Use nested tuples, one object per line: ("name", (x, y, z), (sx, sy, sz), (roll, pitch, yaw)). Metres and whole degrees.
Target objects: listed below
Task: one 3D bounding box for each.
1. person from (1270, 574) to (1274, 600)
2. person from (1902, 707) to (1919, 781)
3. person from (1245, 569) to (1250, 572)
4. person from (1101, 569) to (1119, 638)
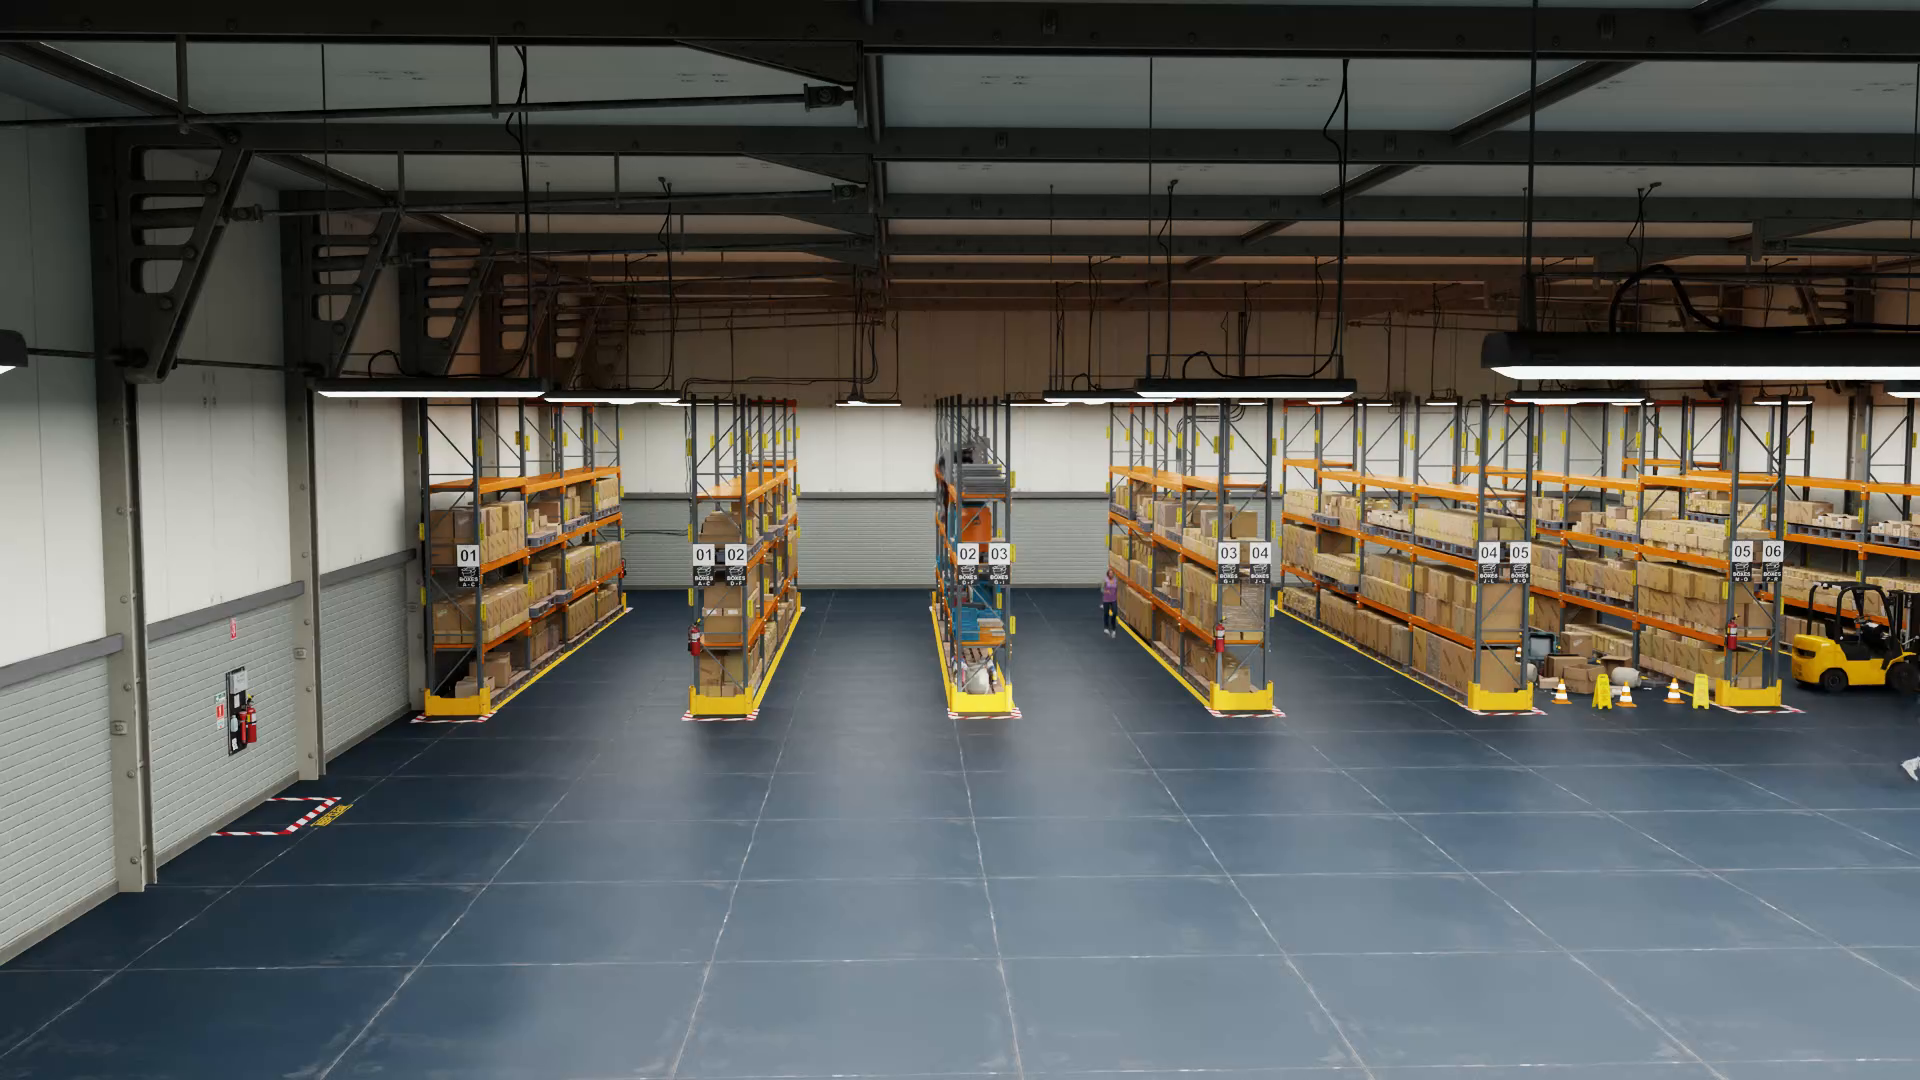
("person", (8.125, 1.417, 44.314), (0.591, 1.638, 0.576), (0, 5, -3))
("person", (14.601, 2.898, 24.836), (0.924, 1.768, 0.699), (3, 6, 37))
("person", (7.969, 1.308, 45.603), (0.612, 1.697, 0.838), (0, 4, 2))
("person", (3.617, 1.521, 39.977), (0.490, 1.673, 0.702), (-1, 5, -7))
